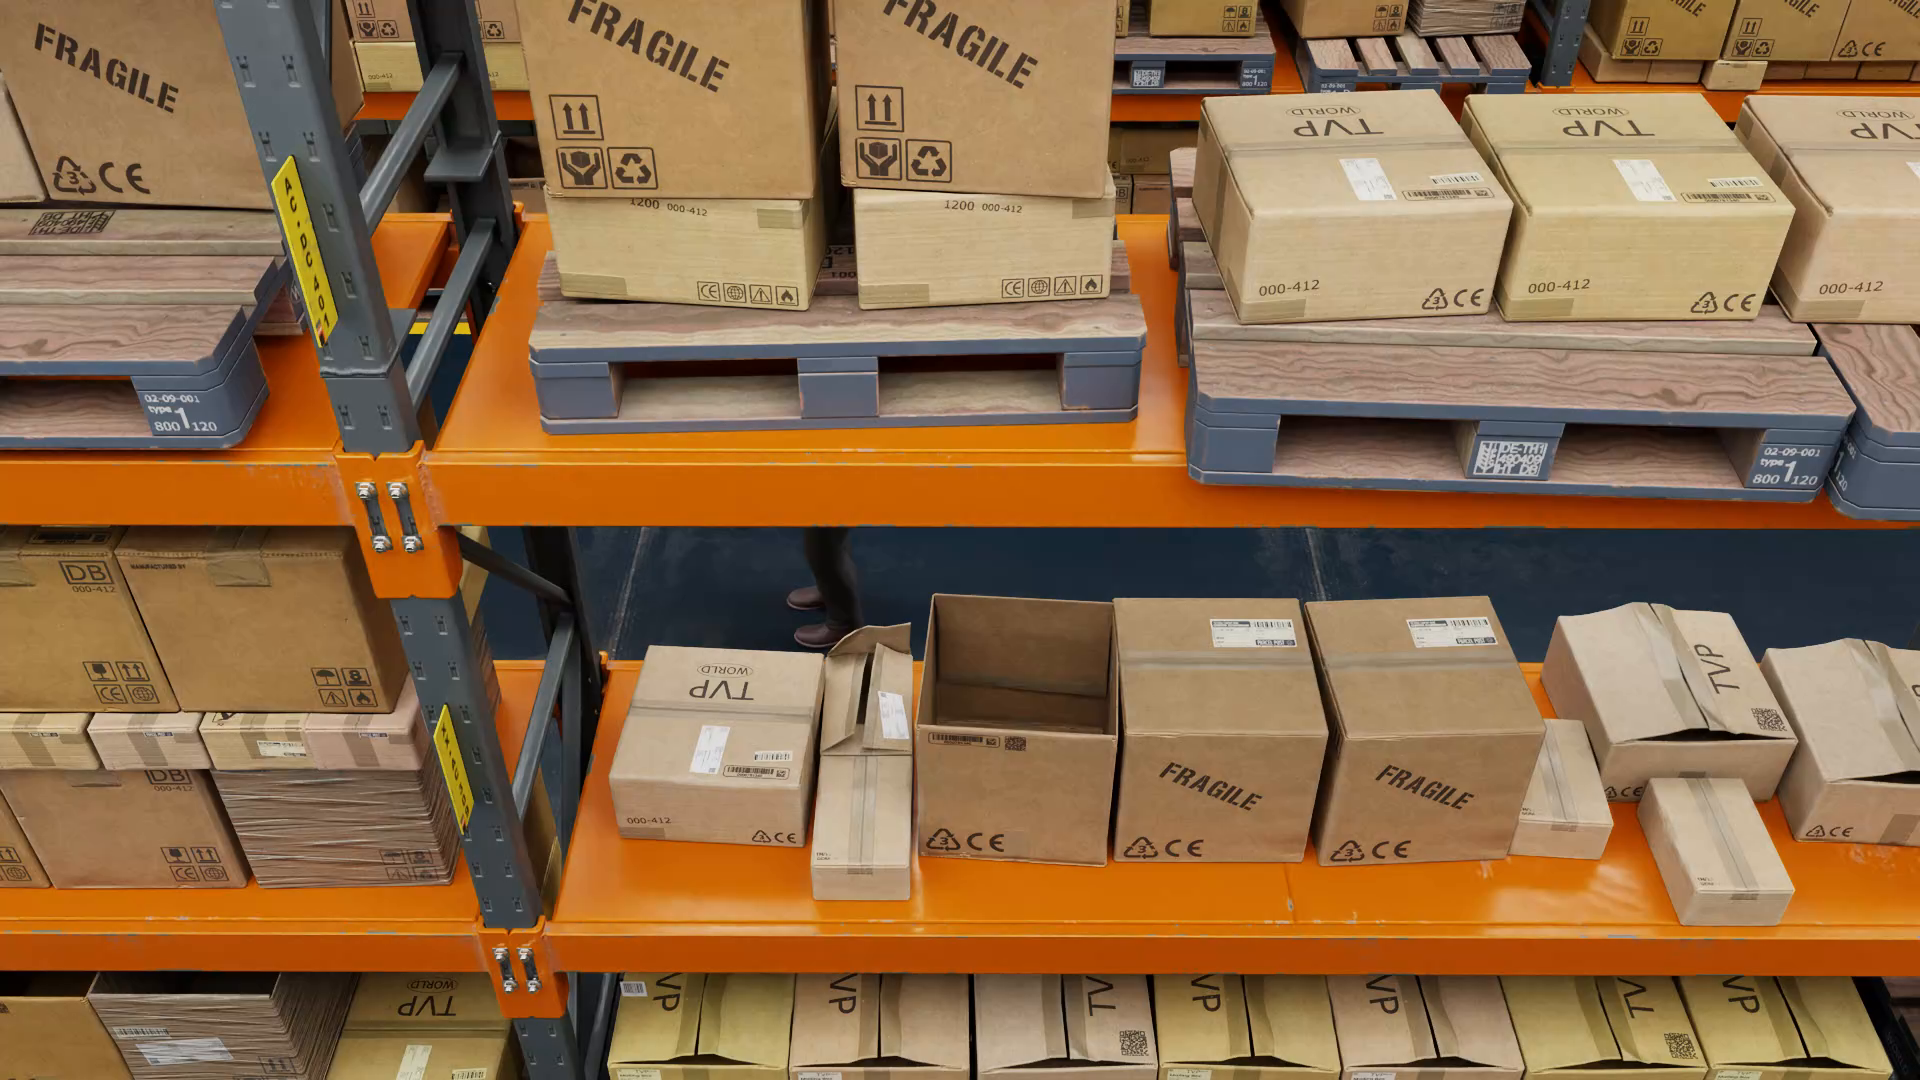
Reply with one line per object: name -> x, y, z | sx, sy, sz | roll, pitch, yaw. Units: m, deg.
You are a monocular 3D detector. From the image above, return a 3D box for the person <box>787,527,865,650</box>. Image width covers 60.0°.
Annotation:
person -> -0.598, -0.295, 6.520 | 0.500, 1.655, 0.449 | 0, 40, 0
